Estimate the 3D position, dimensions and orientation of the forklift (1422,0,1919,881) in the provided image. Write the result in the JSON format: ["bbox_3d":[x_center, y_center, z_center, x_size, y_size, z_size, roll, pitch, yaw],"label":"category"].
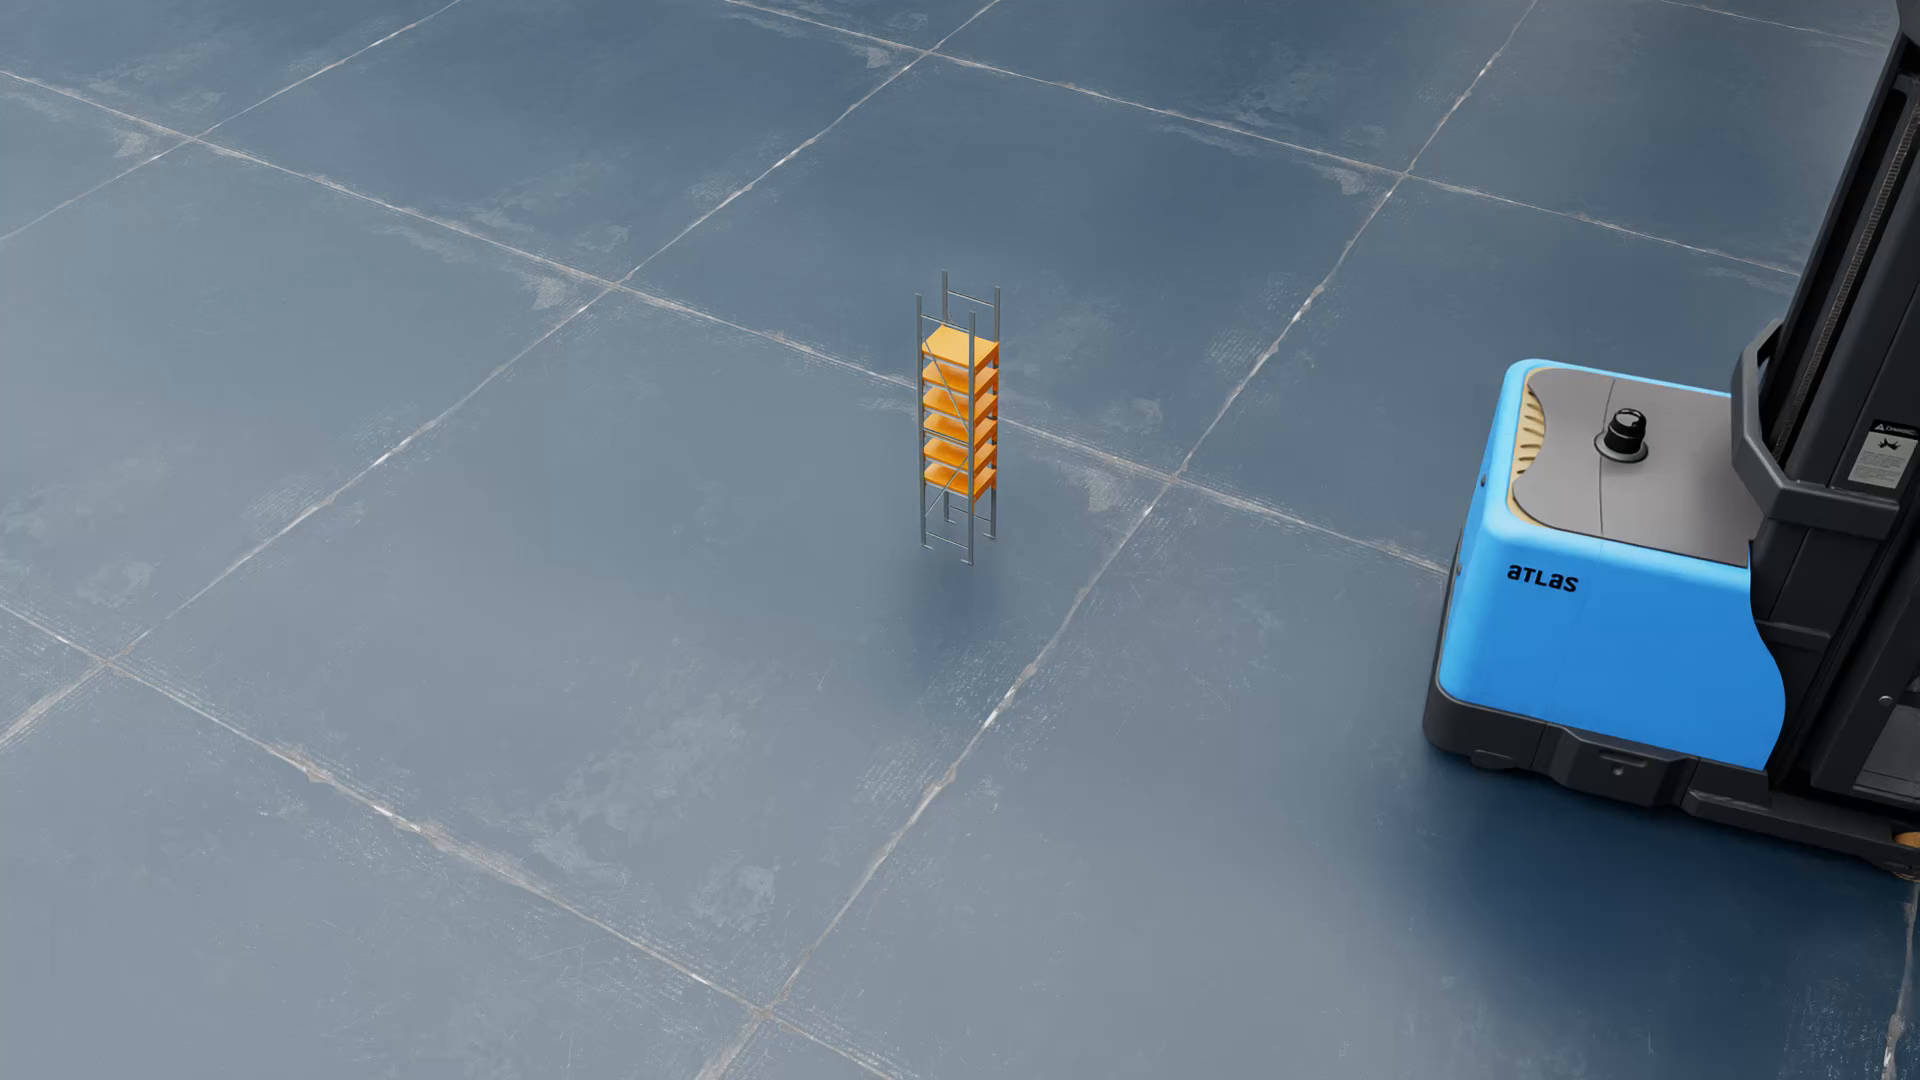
[{"bbox_3d":[3.211,-0.334,4.912,3.031,2.935,1.130,13,43,14],"label":"forklift"}]

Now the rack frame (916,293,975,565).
[{"bbox_3d":[-0.053,-0.390,6.285,0.240,1.200,0.006,21,45,22],"label":"rack frame"}]

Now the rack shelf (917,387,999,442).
[{"bbox_3d":[-0.007,-0.499,6.294,0.258,0.103,0.180,21,45,22],"label":"rack shelf"}]

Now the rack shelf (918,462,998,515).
[{"bbox_3d":[-0.007,-0.229,6.532,0.258,0.103,0.180,21,45,22],"label":"rack shelf"}]

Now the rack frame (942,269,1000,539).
[{"bbox_3d":[0.039,-0.494,6.404,0.240,1.200,0.006,21,45,22],"label":"rack frame"}]

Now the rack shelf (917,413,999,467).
[{"bbox_3d":[-0.007,-0.409,6.373,0.258,0.103,0.180,21,45,22],"label":"rack shelf"}]

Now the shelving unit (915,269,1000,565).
[{"bbox_3d":[-0.007,-0.442,6.344,0.258,1.200,0.189,21,45,22],"label":"shelving unit"}]

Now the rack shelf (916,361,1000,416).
[{"bbox_3d":[-0.007,-0.589,6.215,0.258,0.103,0.180,21,45,22],"label":"rack shelf"}]

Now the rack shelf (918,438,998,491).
[{"bbox_3d":[-0.007,-0.319,6.453,0.258,0.103,0.180,21,45,22],"label":"rack shelf"}]

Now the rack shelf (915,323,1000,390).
[{"bbox_3d":[-0.007,-0.679,6.136,0.258,0.103,0.180,21,45,22],"label":"rack shelf"}]
